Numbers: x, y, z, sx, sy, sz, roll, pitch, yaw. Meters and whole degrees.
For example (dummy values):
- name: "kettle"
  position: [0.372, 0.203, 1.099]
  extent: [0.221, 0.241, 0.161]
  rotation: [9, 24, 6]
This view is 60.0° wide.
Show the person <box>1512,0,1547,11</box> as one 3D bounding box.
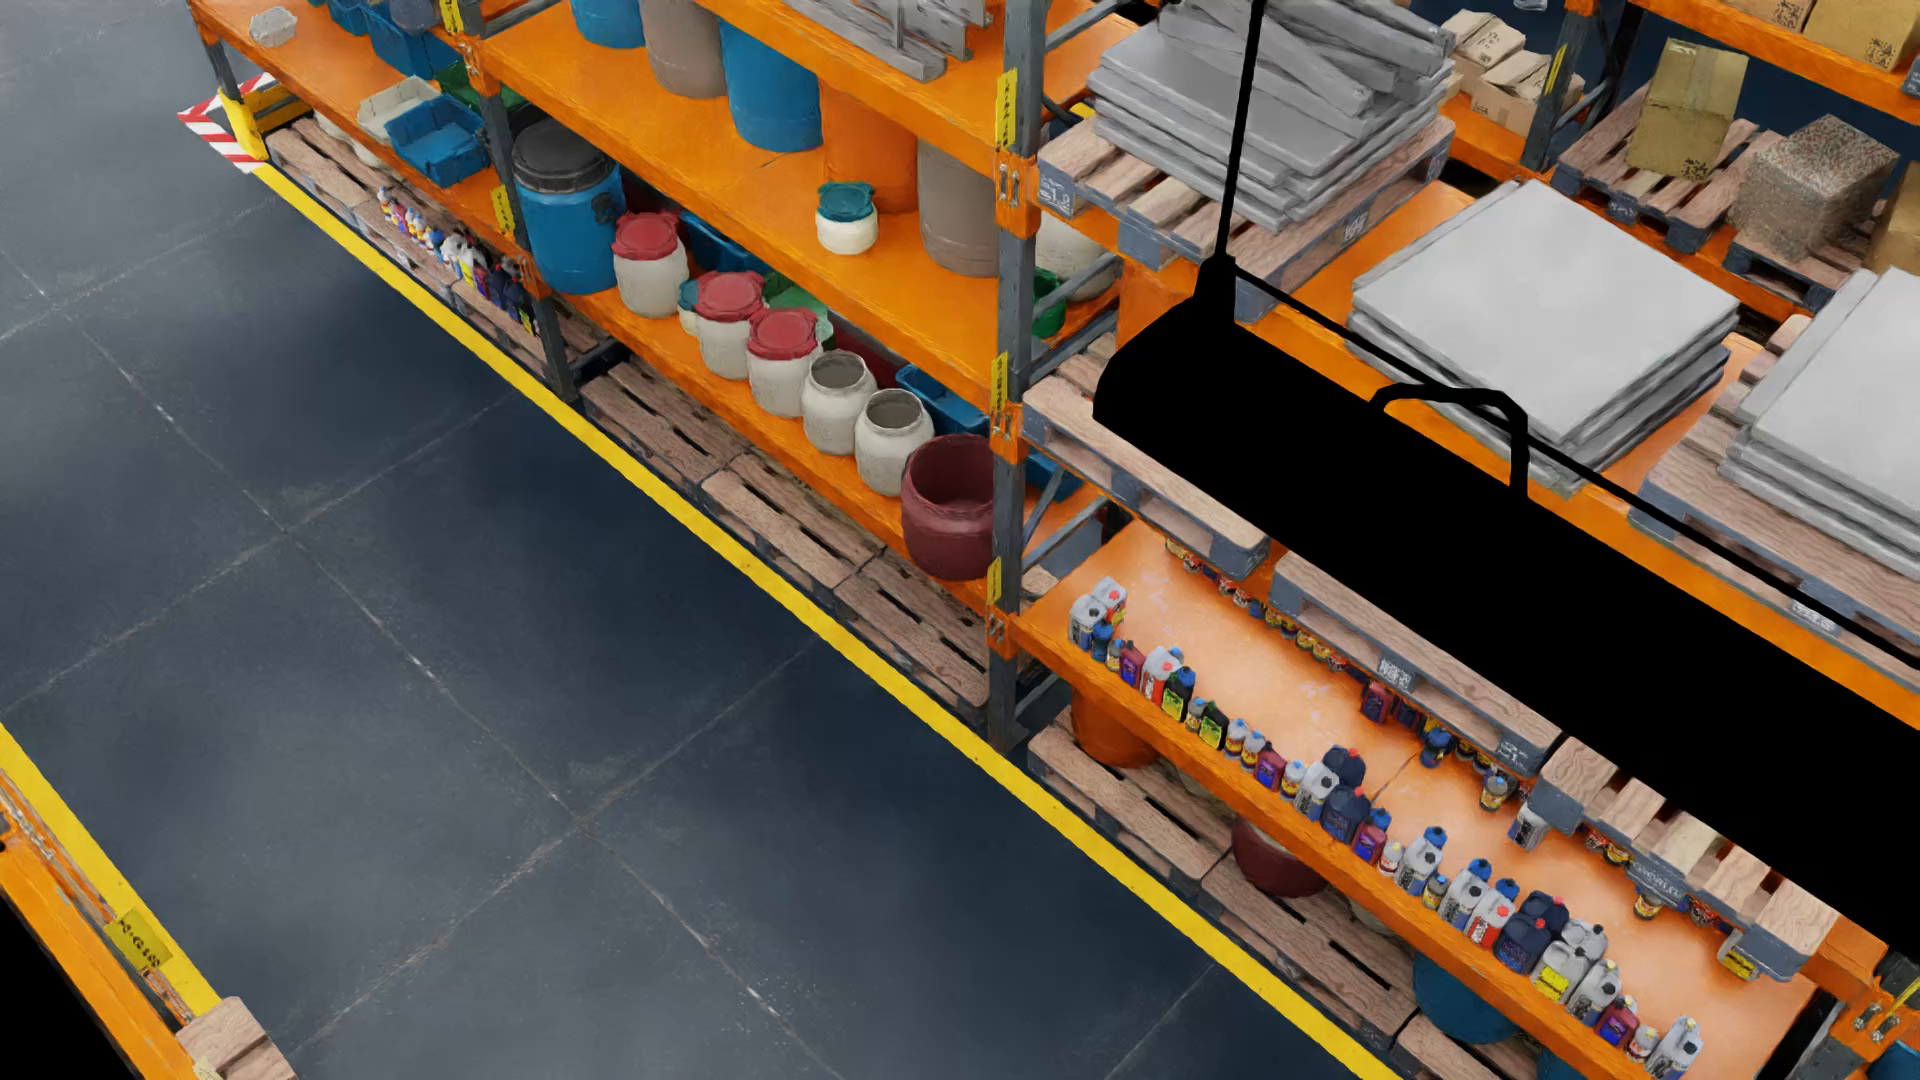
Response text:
- name: "person"
  position: [5.069, -5.055, 13.558]
  extent: [0.656, 1.645, 0.616]
  rotation: [29, 56, 22]
